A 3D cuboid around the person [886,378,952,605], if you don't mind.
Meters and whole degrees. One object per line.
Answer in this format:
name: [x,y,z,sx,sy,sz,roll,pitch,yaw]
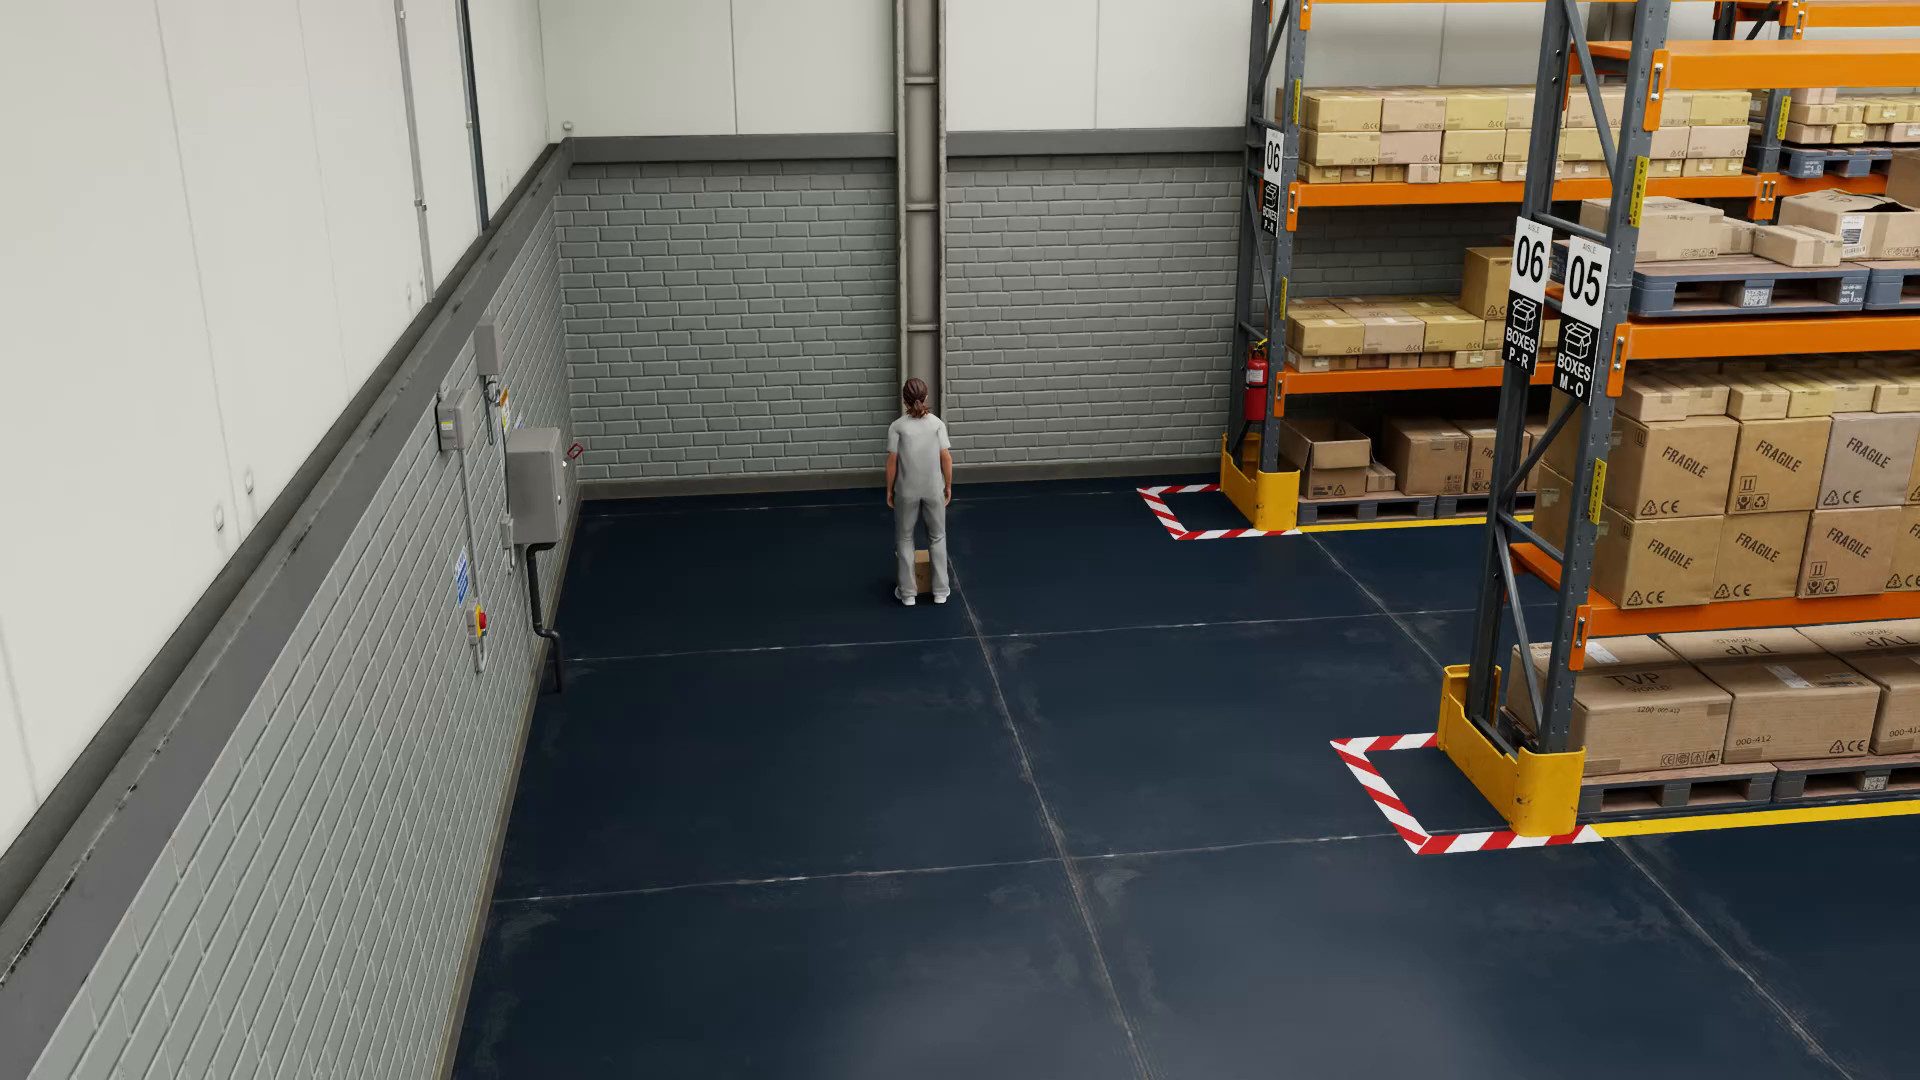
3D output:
person: [-0.298,-0.344,12.018,0.485,1.672,0.359,-3,20,-8]
